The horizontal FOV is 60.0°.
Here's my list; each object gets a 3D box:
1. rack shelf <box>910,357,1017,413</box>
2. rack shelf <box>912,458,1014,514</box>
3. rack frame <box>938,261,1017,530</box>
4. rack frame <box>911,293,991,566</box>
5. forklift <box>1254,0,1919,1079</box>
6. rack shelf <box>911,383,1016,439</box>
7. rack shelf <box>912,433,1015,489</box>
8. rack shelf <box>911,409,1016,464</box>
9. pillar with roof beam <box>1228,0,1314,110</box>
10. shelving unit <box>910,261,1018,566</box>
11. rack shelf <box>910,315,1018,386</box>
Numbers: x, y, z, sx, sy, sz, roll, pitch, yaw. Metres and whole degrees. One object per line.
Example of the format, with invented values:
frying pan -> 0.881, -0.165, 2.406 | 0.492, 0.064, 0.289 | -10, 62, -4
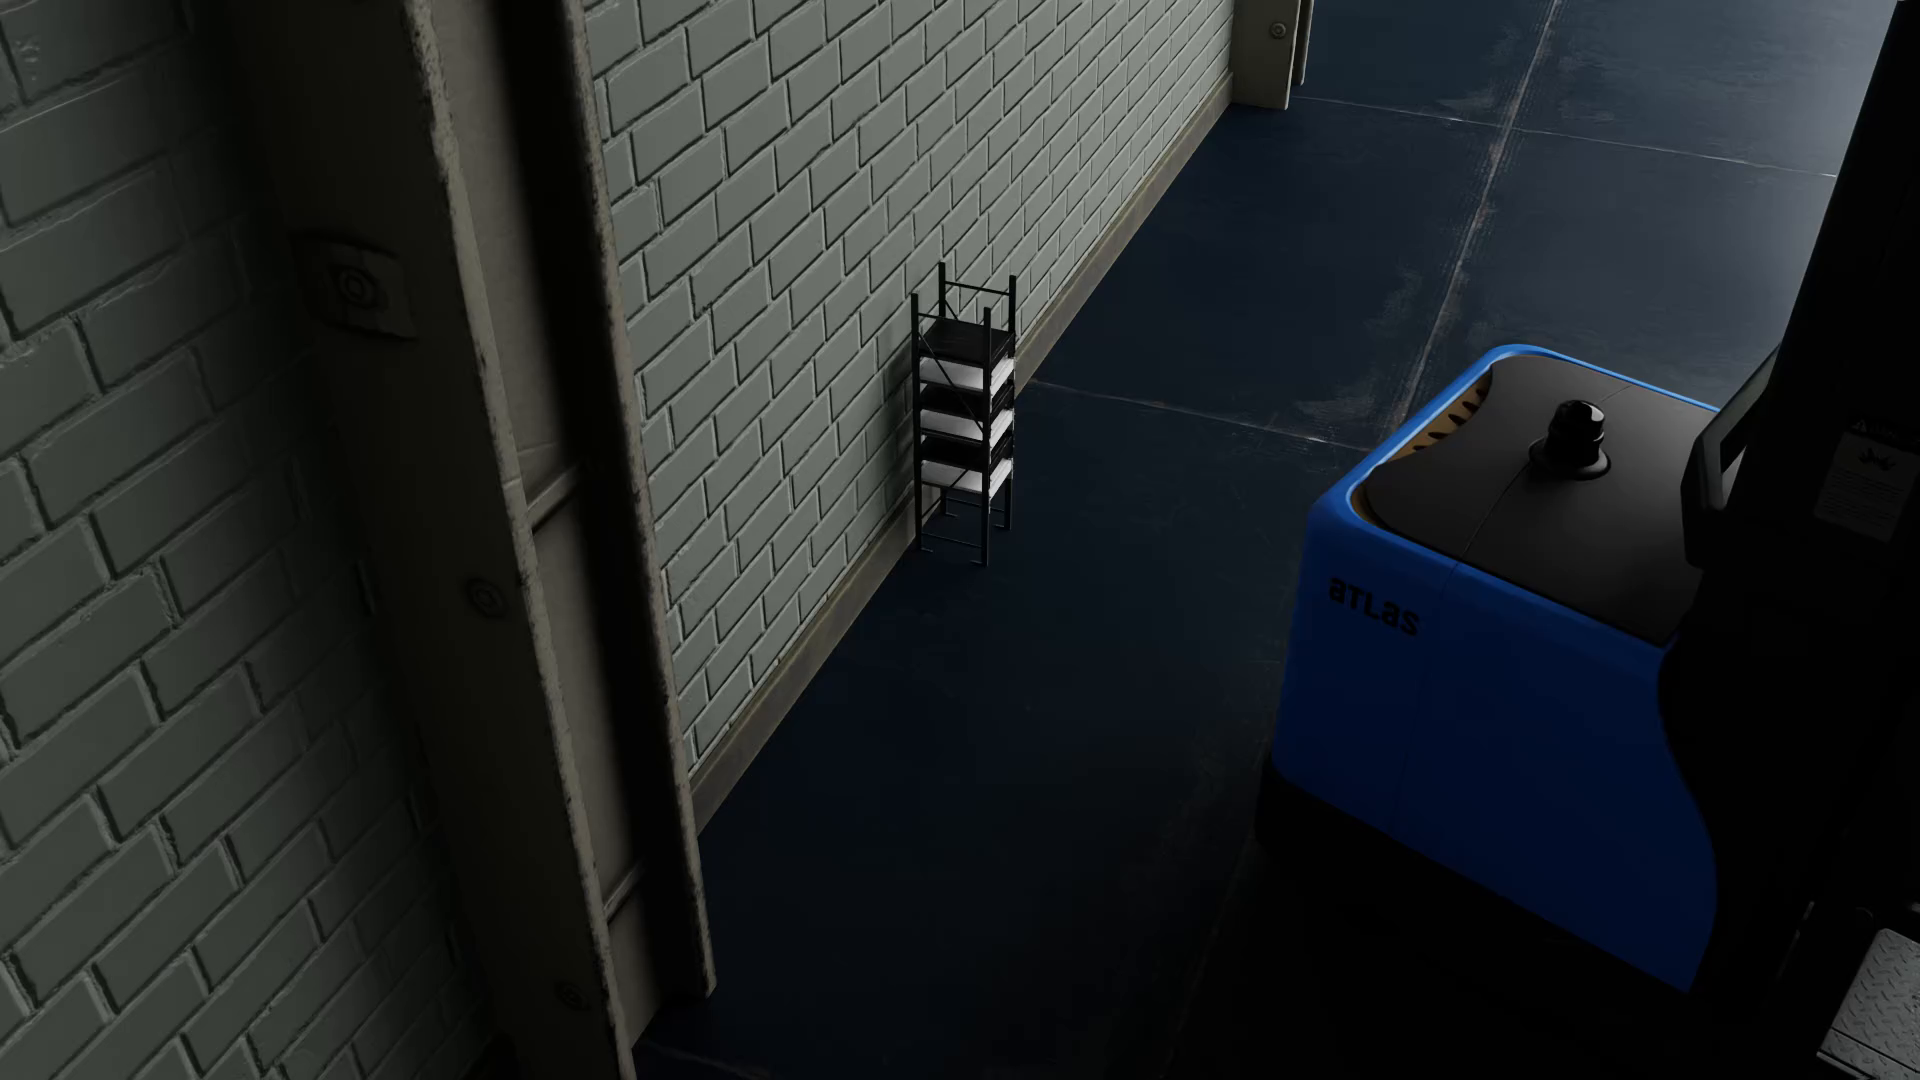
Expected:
rack shelf -> 0.012, -0.481, 4.898 | 0.258, 0.077, 0.200 | 13, 39, 17
rack shelf -> 0.012, -0.193, 5.113 | 0.258, 0.077, 0.200 | 13, 39, 17
rack frame -> 0.049, -0.421, 5.061 | 0.240, 0.900, 0.006 | 13, 39, 17
rack frame -> -0.026, -0.307, 4.910 | 0.240, 0.900, 0.006 | 13, 39, 17
forklift -> 2.190, -0.038, 2.852 | 3.031, 2.935, 1.130 | 27, 44, 31
rack shelf -> 0.012, -0.409, 4.951 | 0.258, 0.077, 0.200 | 13, 39, 17
rack shelf -> 0.012, -0.265, 5.059 | 0.258, 0.077, 0.200 | 13, 39, 17
rack shelf -> 0.012, -0.337, 5.005 | 0.258, 0.077, 0.200 | 13, 39, 17
pillar with roof beam -> 5.483, -4.843, 4.212 | 9.100, 9.000, 0.400 | 14, 39, 18
shelving unit -> 0.012, -0.364, 4.985 | 0.258, 0.900, 0.210 | 13, 39, 17
rack shelf -> 0.012, -0.554, 4.844 | 0.258, 0.077, 0.200 | 13, 39, 17
